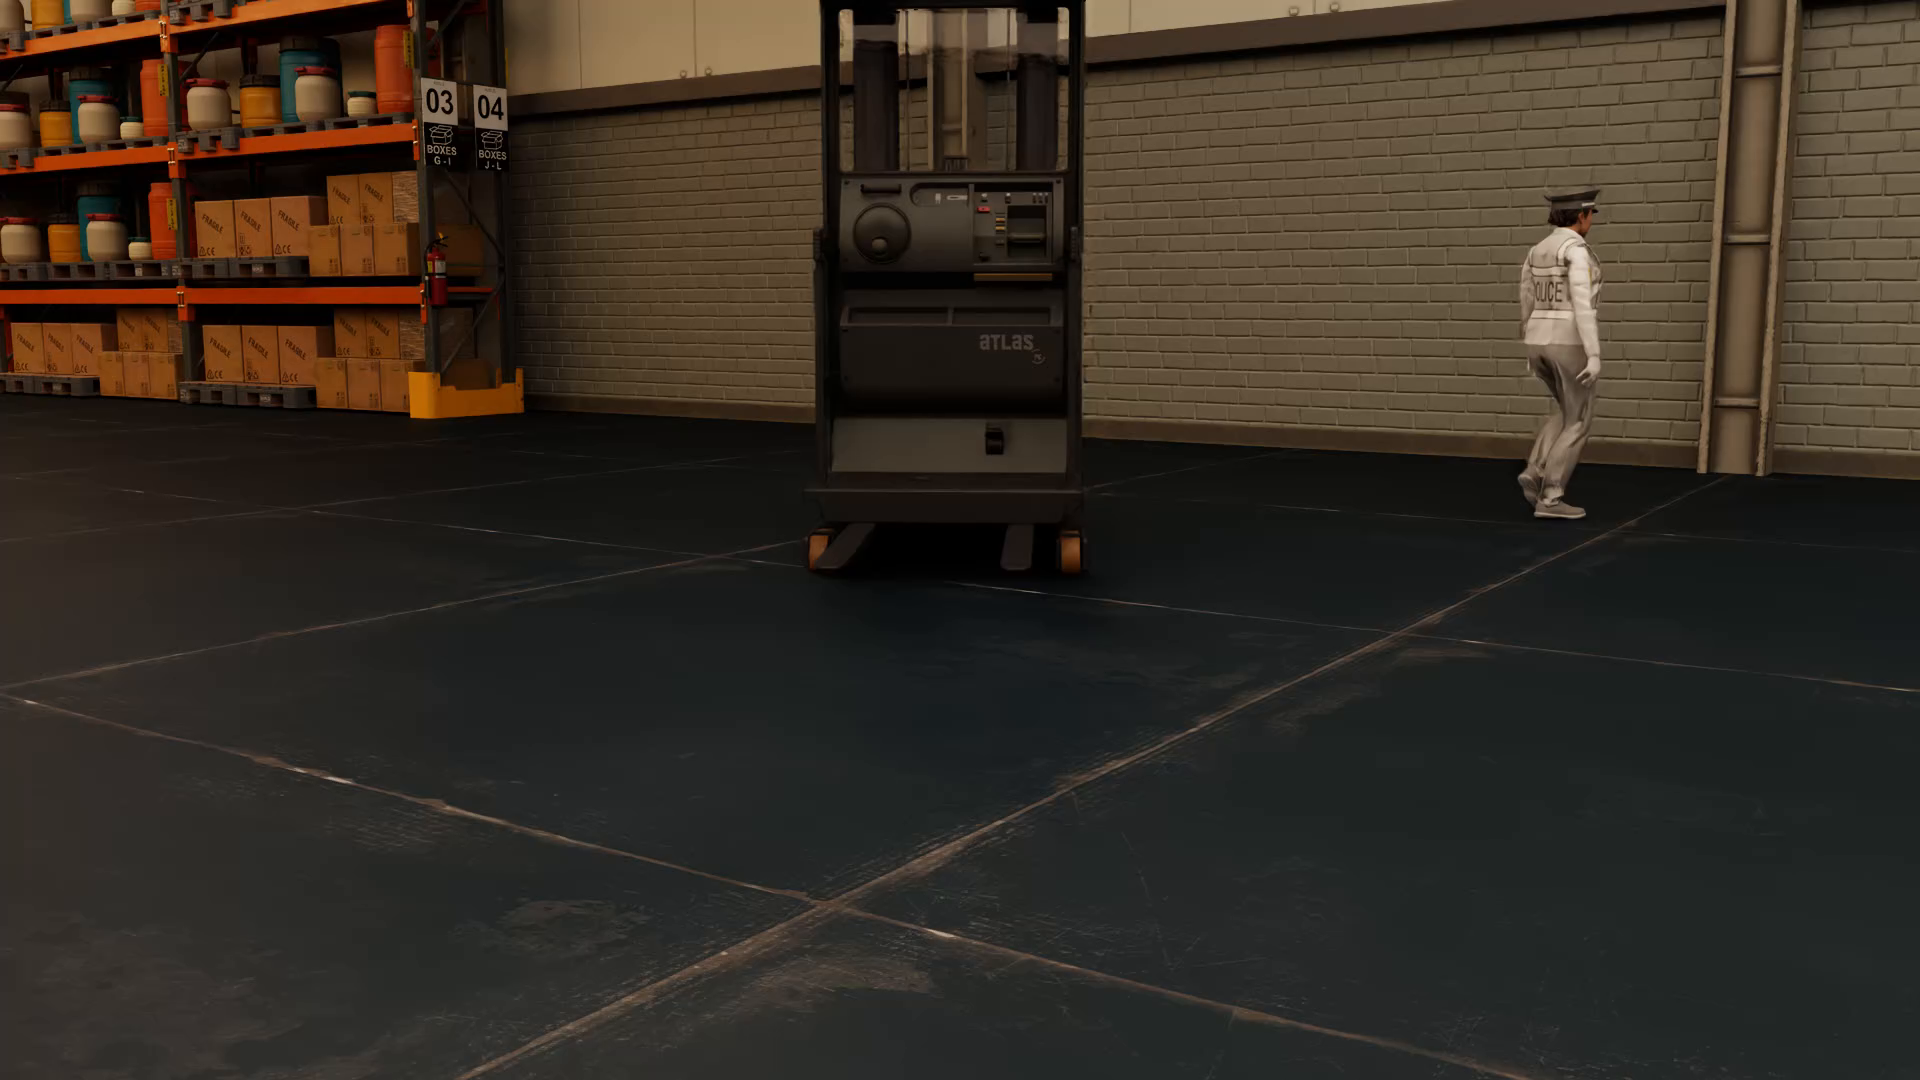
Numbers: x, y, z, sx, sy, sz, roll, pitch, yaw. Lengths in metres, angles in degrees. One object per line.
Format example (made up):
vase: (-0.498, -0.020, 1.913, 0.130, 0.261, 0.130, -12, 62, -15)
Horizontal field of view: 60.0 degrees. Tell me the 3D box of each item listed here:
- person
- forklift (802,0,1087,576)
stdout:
person: (3.063, -0.937, 8.336, 0.440, 1.653, 0.610, -2, 8, -16)
forklift: (-0.043, -1.351, 6.695, 1.130, 2.935, 3.031, 0, 8, 3)
